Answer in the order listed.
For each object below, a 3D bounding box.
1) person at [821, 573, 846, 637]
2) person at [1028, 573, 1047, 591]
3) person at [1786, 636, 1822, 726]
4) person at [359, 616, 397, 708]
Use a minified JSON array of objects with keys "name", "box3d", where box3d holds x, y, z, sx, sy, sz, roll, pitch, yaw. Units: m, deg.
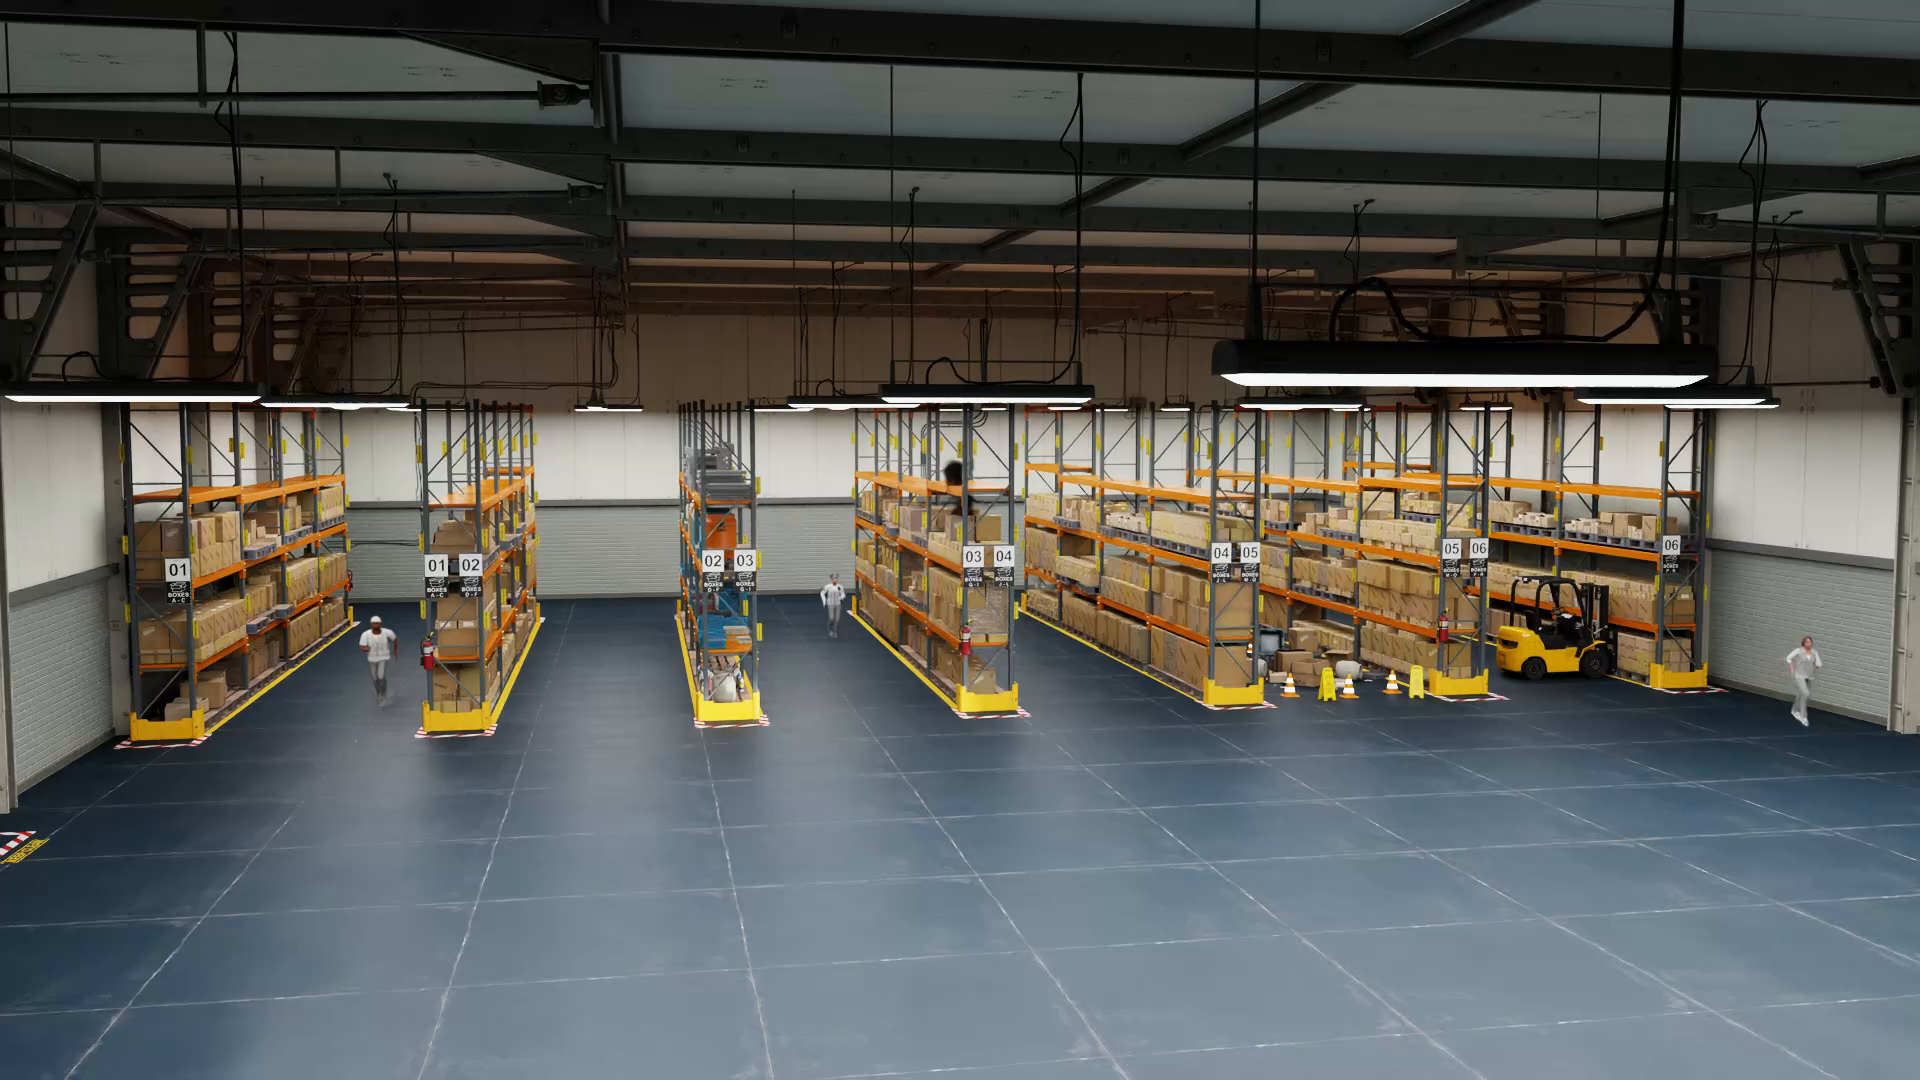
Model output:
[{"name":"person","box3d":[-3.213,1.679,42.458,0.598,1.642,0.619,-1,4,-15]},{"name":"person","box3d":[2.358,1.189,50.196,0.723,1.485,0.911,3,5,33]},{"name":"person","box3d":[15.658,2.595,30.832,0.513,1.606,0.711,0,4,-5]},{"name":"person","box3d":[-11.412,2.387,32.608,0.651,1.812,0.833,0,4,-5]}]
